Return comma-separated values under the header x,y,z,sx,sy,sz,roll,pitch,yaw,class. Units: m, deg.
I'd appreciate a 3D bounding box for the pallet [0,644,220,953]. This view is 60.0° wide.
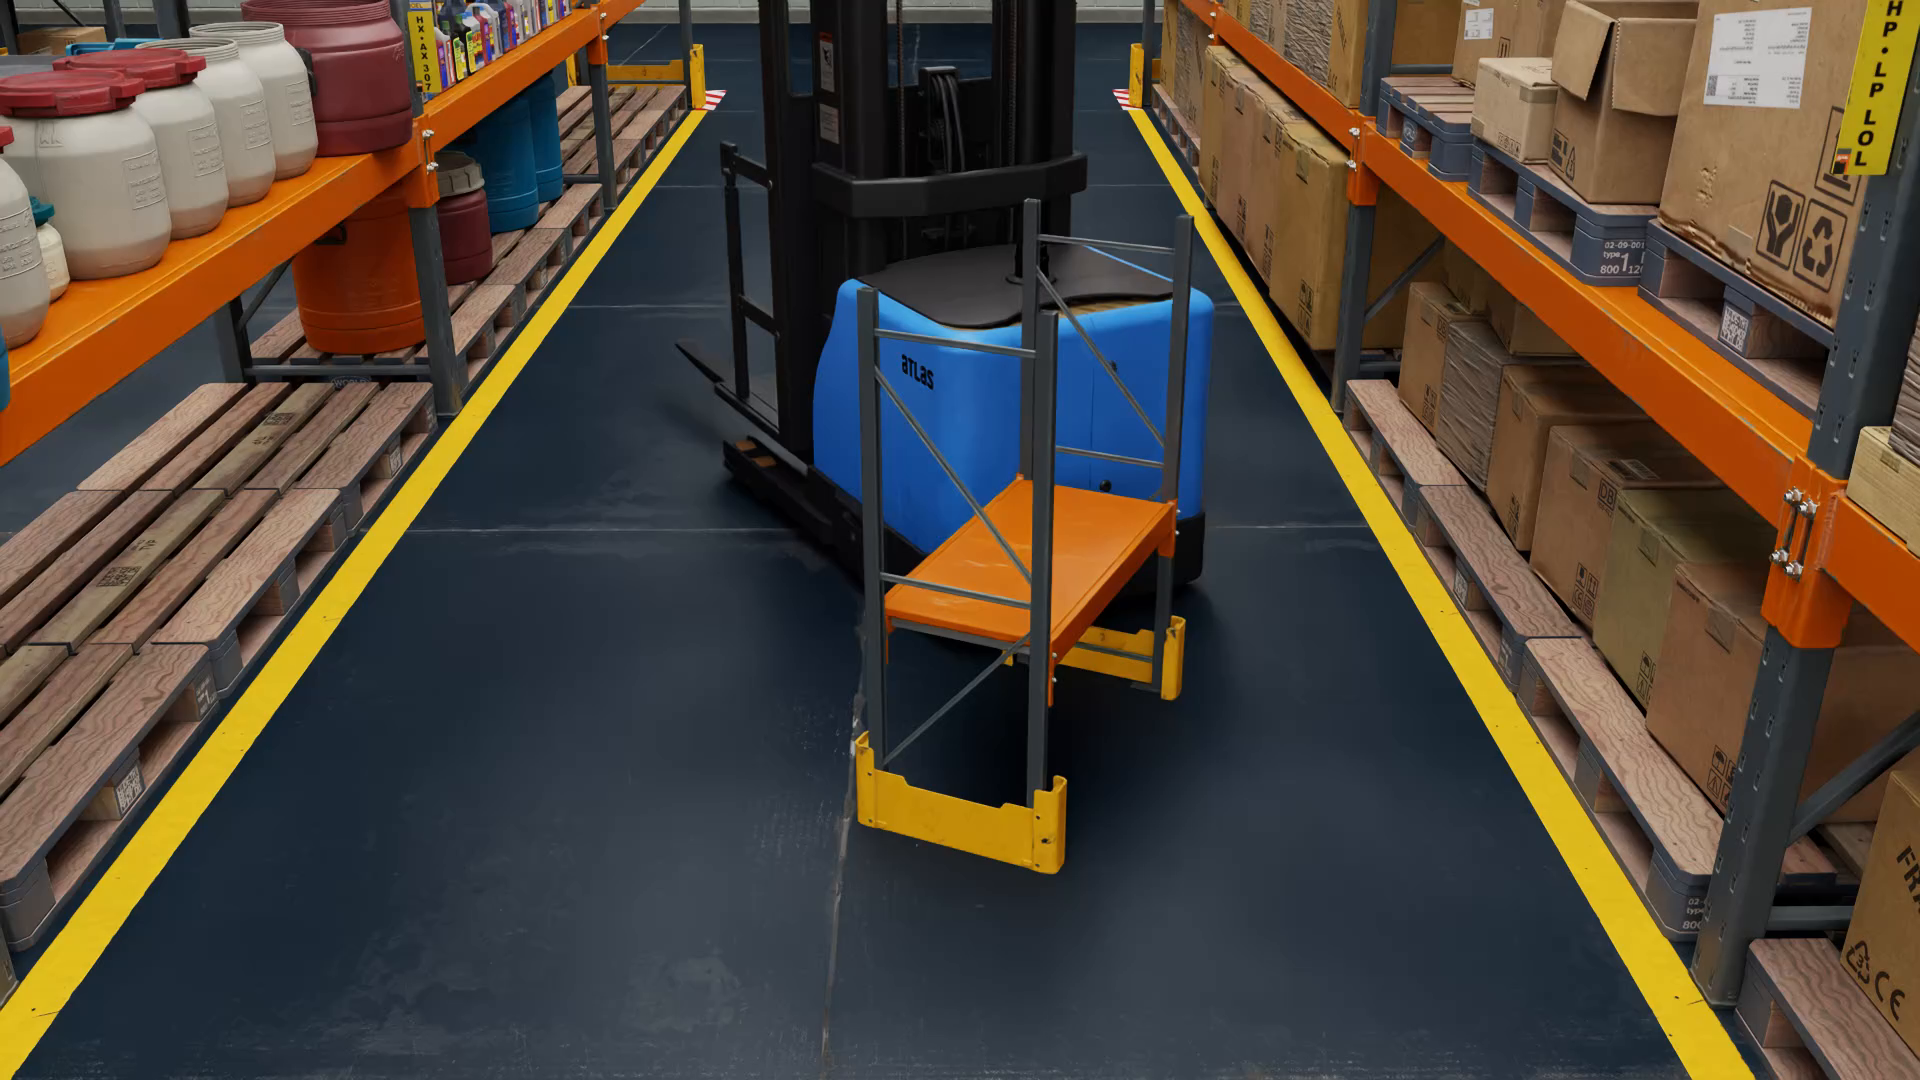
x,y,z,sx,sy,sz,roll,pitch,yaw,class
-2.764,0.661,4.533,1.003,0.211,1.213,0,24,-1,pallet

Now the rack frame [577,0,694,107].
x,y,z,sx,sy,sz,roll,pitch,yaw,class
-2.848,-5.231,14.176,1.000,3.000,0.127,0,24,-1,rack frame

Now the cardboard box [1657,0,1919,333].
x,y,z,sx,sy,sz,roll,pitch,yaw,class
2.367,-1.101,3.808,1.000,1.000,1.000,0,24,0,cardboard box

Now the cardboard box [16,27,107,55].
x,y,z,sx,sy,sz,roll,pitch,yaw,class
-7.549,-4.049,14.062,0.500,0.500,0.500,0,24,-1,cardboard box

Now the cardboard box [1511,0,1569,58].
x,y,z,sx,sy,sz,roll,pitch,yaw,class
2.344,-1.742,5.831,0.700,0.500,0.500,3,25,7,cardboard box

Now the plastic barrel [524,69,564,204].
x,y,z,sx,sy,sz,roll,pitch,yaw,class
-2.815,-2.594,10.382,0.600,0.901,0.708,0,24,-1,plastic barrel

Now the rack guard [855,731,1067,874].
x,y,z,sx,sy,sz,roll,pitch,yaw,class
-0.002,0.693,4.414,0.587,0.250,0.087,11,26,22,rack guard

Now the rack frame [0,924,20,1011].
x,y,z,sx,sy,sz,roll,pitch,yaw,class
-2.717,-0.286,3.243,1.000,3.000,0.127,0,24,-1,rack frame

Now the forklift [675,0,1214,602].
x,y,z,sx,sy,sz,roll,pitch,yaw,class
-0.306,-1.587,6.201,1.130,2.935,3.031,-13,27,-26,forklift

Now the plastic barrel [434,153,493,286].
x,y,z,sx,sy,sz,roll,pitch,yaw,class
-2.795,-1.694,8.773,0.600,0.588,0.708,0,24,-1,plastic barrel

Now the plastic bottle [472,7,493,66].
x,y,z,sx,sy,sz,roll,pitch,yaw,class
-2.409,-2.538,8.362,0.061,0.283,0.133,0,24,-1,plastic bottle

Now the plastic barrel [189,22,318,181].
x,y,z,sx,sy,sz,roll,pitch,yaw,class
-2.536,-1.563,5.930,0.421,0.512,0.421,0,24,0,plastic barrel

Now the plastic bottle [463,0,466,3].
x,y,z,sx,sy,sz,roll,pitch,yaw,class
-3.124,-3.397,10.181,0.144,0.351,0.185,0,24,-1,plastic bottle

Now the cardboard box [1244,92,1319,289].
x,y,z,sx,sy,sz,roll,pitch,yaw,class
2.203,-1.832,8.729,1.225,0.875,0.875,0,24,0,cardboard box

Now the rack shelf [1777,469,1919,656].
x,y,z,sx,sy,sz,roll,pitch,yaw,class
2.258,0.843,1.619,1.077,0.370,4.000,0,24,-1,rack shelf

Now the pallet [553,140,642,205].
x,y,z,sx,sy,sz,roll,pitch,yaw,class
-2.851,-2.615,11.776,1.003,0.211,1.213,0,24,-1,pallet

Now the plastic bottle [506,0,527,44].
x,y,z,sx,sy,sz,roll,pitch,yaw,class
-2.463,-2.856,9.076,0.152,0.276,0.135,0,24,-1,plastic bottle

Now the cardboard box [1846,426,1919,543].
x,y,z,sx,sy,sz,roll,pitch,yaw,class
1.937,-0.104,3.145,0.380,0.149,0.250,0,24,-1,cardboard box

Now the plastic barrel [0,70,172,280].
x,y,z,sx,sy,sz,roll,pitch,yaw,class
-2.516,-1.046,4.758,0.433,0.535,0.433,0,24,0,plastic barrel

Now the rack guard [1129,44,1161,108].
x,y,z,sx,sy,sz,roll,pitch,yaw,class
2.105,-4.124,14.763,1.175,0.500,0.348,0,24,-1,rack guard

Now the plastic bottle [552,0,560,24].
x,y,z,sx,sy,sz,roll,pitch,yaw,class
-2.473,-3.215,9.869,0.152,0.276,0.135,0,24,-1,plastic bottle

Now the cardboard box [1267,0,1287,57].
x,y,z,sx,sy,sz,roll,pitch,yaw,class
1.926,-2.834,8.754,0.500,0.500,0.500,0,24,0,cardboard box

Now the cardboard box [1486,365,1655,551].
x,y,z,sx,sy,sz,roll,pitch,yaw,class
2.251,-0.280,5.729,0.700,0.500,0.500,2,24,4,cardboard box

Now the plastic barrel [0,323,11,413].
x,y,z,sx,sy,sz,roll,pitch,yaw,class
-2.418,-0.675,3.495,0.600,0.901,0.708,0,24,-1,plastic barrel

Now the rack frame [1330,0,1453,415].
x,y,z,sx,sy,sz,roll,pitch,yaw,class
2.192,-1.957,6.937,1.000,3.000,0.127,0,24,-1,rack frame

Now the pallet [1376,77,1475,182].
x,y,z,sx,sy,sz,roll,pitch,yaw,class
2.306,-1.576,6.328,1.213,0.211,1.003,0,24,-1,pallet

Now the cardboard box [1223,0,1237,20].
x,y,z,sx,sy,sz,roll,pitch,yaw,class
1.903,-3.460,10.139,0.500,0.500,0.500,0,24,0,cardboard box

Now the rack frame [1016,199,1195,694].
x,y,z,sx,sy,sz,roll,pitch,yaw,class
0.415,-0.250,4.982,0.500,1.500,0.032,11,26,22,rack frame

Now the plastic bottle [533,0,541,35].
x,y,z,sx,sy,sz,roll,pitch,yaw,class
-2.467,-3.007,9.409,0.152,0.276,0.135,0,24,-1,plastic bottle

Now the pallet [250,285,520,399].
x,y,z,sx,sy,sz,roll,pitch,yaw,class
-2.811,-0.989,8.180,1.003,0.211,1.213,0,24,-1,pallet

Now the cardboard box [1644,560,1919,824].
x,y,z,sx,sy,sz,roll,pitch,yaw,class
2.251,0.377,4.277,0.700,0.500,0.500,-2,24,-5,cardboard box

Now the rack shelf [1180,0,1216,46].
x,y,z,sx,sy,sz,roll,pitch,yaw,class
2.127,-4.102,12.552,1.077,0.370,4.000,0,24,-1,rack shelf

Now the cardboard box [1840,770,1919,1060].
x,y,z,sx,sy,sz,roll,pitch,yaw,class
2.200,0.804,3.356,0.500,0.500,0.500,-1,24,-2,cardboard box

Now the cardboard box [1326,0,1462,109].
x,y,z,sx,sy,sz,roll,pitch,yaw,class
1.939,-2.205,7.363,0.500,0.500,0.500,0,24,1,cardboard box

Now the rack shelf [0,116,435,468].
x,y,z,sx,sy,sz,roll,pitch,yaw,class
-2.739,-0.783,5.214,1.077,0.370,4.000,0,24,-1,rack shelf

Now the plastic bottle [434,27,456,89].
x,y,z,sx,sy,sz,roll,pitch,yaw,class
-2.447,-2.249,7.732,0.152,0.276,0.135,0,24,-1,plastic bottle

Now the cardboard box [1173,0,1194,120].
x,y,z,sx,sy,sz,roll,pitch,yaw,class
2.202,-3.838,13.166,0.875,0.875,0.875,0,24,-1,cardboard box

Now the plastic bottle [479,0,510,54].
x,y,z,sx,sy,sz,roll,pitch,yaw,class
-2.455,-2.729,8.704,0.144,0.351,0.185,0,24,-1,plastic bottle

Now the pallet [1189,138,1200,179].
x,y,z,sx,sy,sz,roll,pitch,yaw,class
2.218,-2.648,11.850,1.003,0.211,1.213,0,24,-1,pallet

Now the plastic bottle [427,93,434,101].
x,y,z,sx,sy,sz,roll,pitch,yaw,class
-2.416,-2.104,7.418,0.097,0.271,0.097,0,24,0,plastic bottle

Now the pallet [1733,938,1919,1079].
x,y,z,sx,sy,sz,roll,pitch,yaw,class
2.278,1.238,3.256,1.003,0.211,1.213,0,24,-1,pallet

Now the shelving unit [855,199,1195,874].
x,y,z,sx,sy,sz,roll,pitch,yaw,class
0.206,-0.063,4.569,0.587,1.500,1.083,11,26,22,shelving unit

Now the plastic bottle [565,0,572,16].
x,y,z,sx,sy,sz,roll,pitch,yaw,class
-2.477,-3.365,10.202,0.152,0.276,0.135,0,24,-1,plastic bottle

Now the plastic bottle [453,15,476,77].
x,y,z,sx,sy,sz,roll,pitch,yaw,class
-2.405,-2.402,8.064,0.061,0.283,0.133,0,24,-1,plastic bottle

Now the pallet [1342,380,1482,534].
x,y,z,sx,sy,sz,roll,pitch,yaw,class
2.199,-0.364,6.800,1.003,0.211,1.213,0,24,-1,pallet
